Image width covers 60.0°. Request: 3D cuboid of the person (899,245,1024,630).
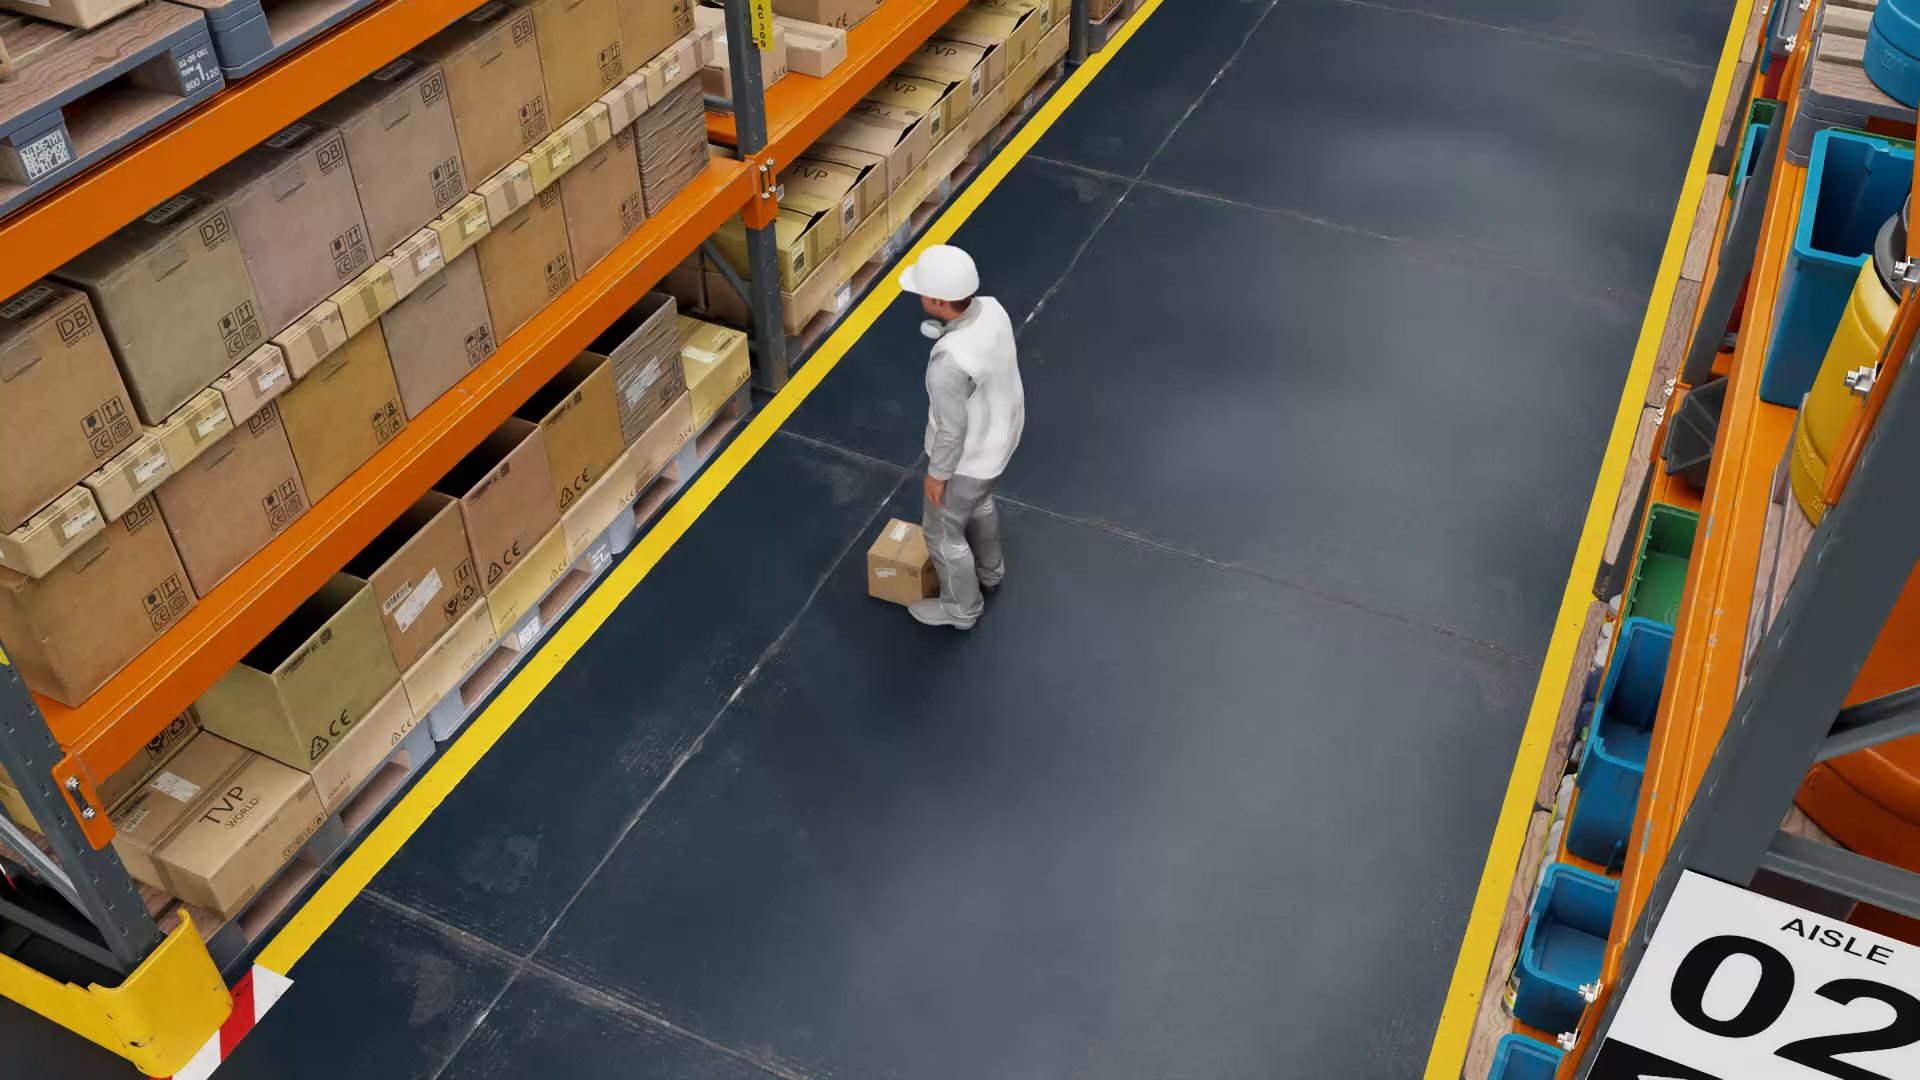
[{"bbox_3d":[0.011,-0.391,6.582,0.464,1.767,0.583,15,44,16],"label":"person"}]
